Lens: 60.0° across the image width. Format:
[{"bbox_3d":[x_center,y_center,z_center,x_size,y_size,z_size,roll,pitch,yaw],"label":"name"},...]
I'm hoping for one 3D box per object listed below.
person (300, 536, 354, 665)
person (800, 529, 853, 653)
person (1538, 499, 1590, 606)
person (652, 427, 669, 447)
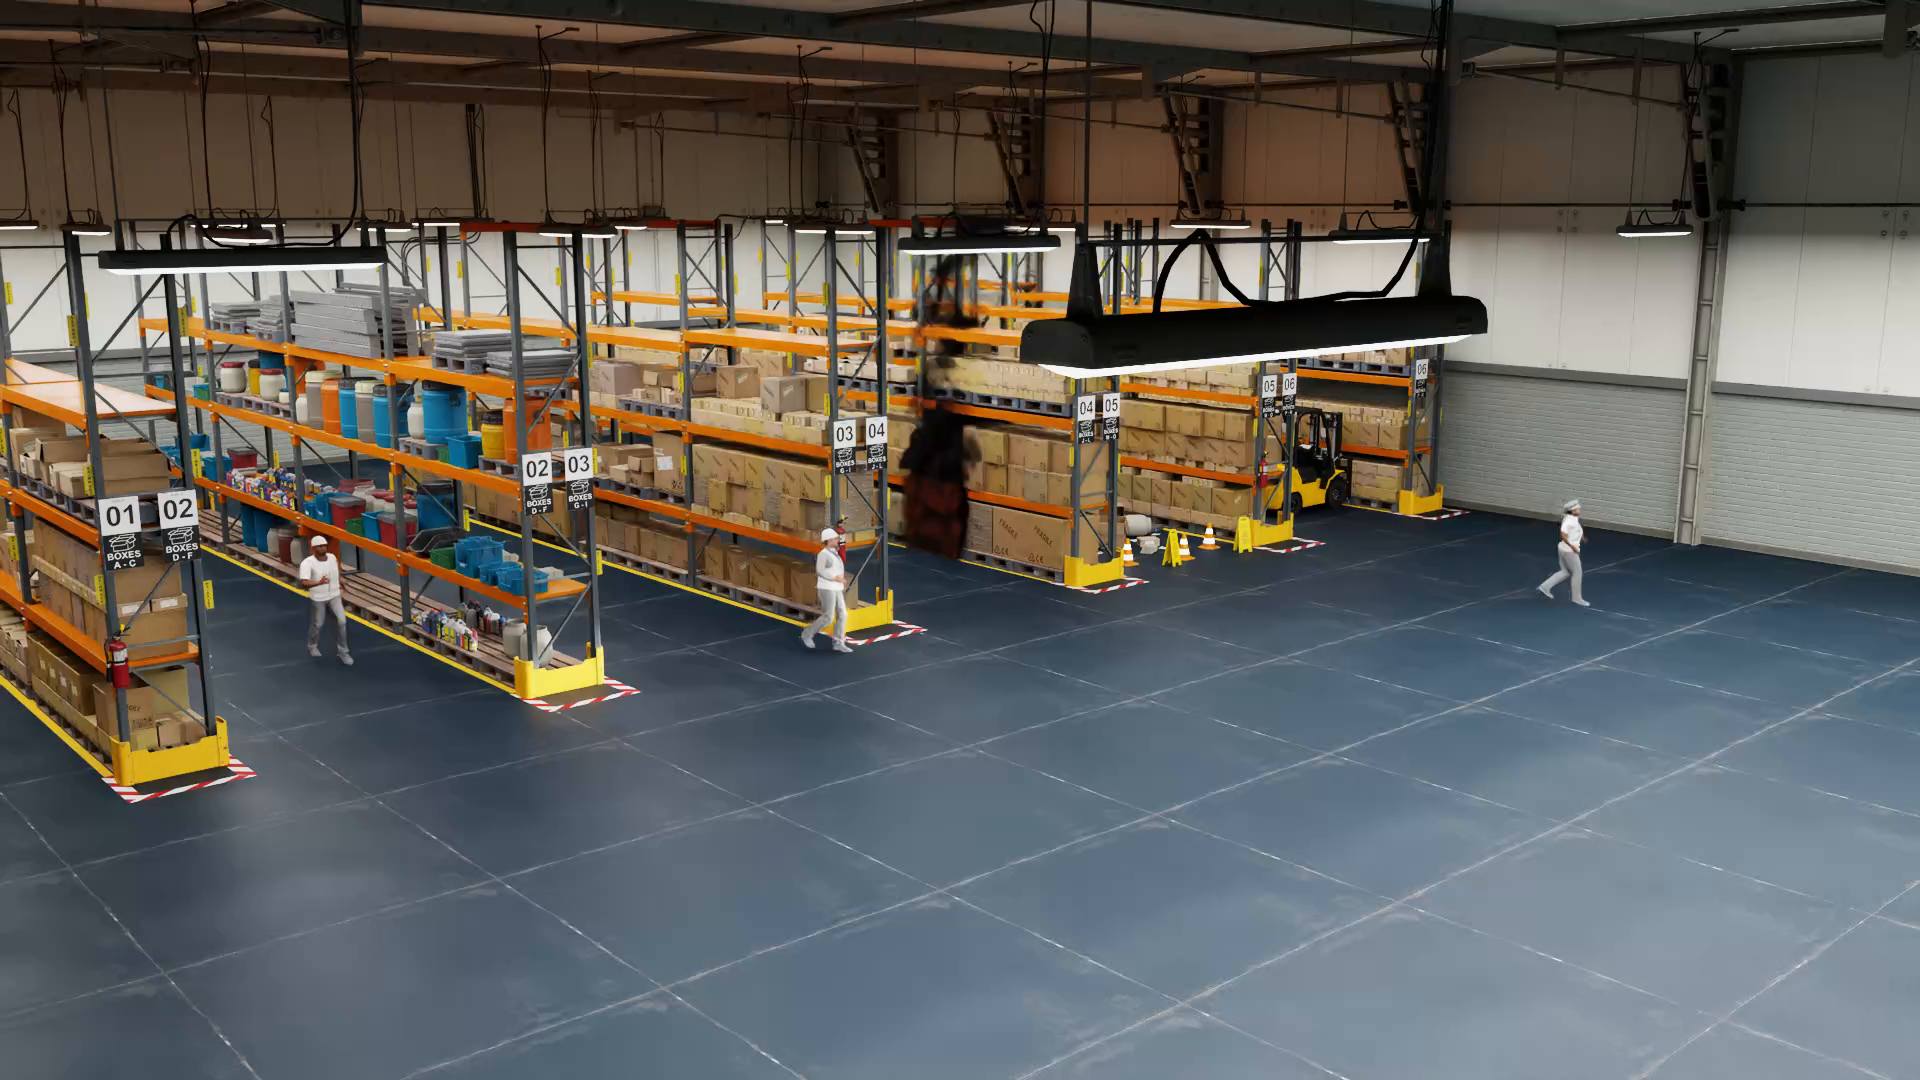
[{"bbox_3d":[-8.885,0.832,23.243,0.796,1.820,0.692,11,16,42],"label":"person"},{"bbox_3d":[-1.863,0.712,23.958,0.786,1.754,0.714,3,12,15],"label":"person"},{"bbox_3d":[9.730,0.193,26.646,0.796,1.717,0.584,2,12,9],"label":"person"},{"bbox_3d":[-6.242,-1.606,35.387,0.696,1.757,0.710,11,16,44],"label":"person"}]
